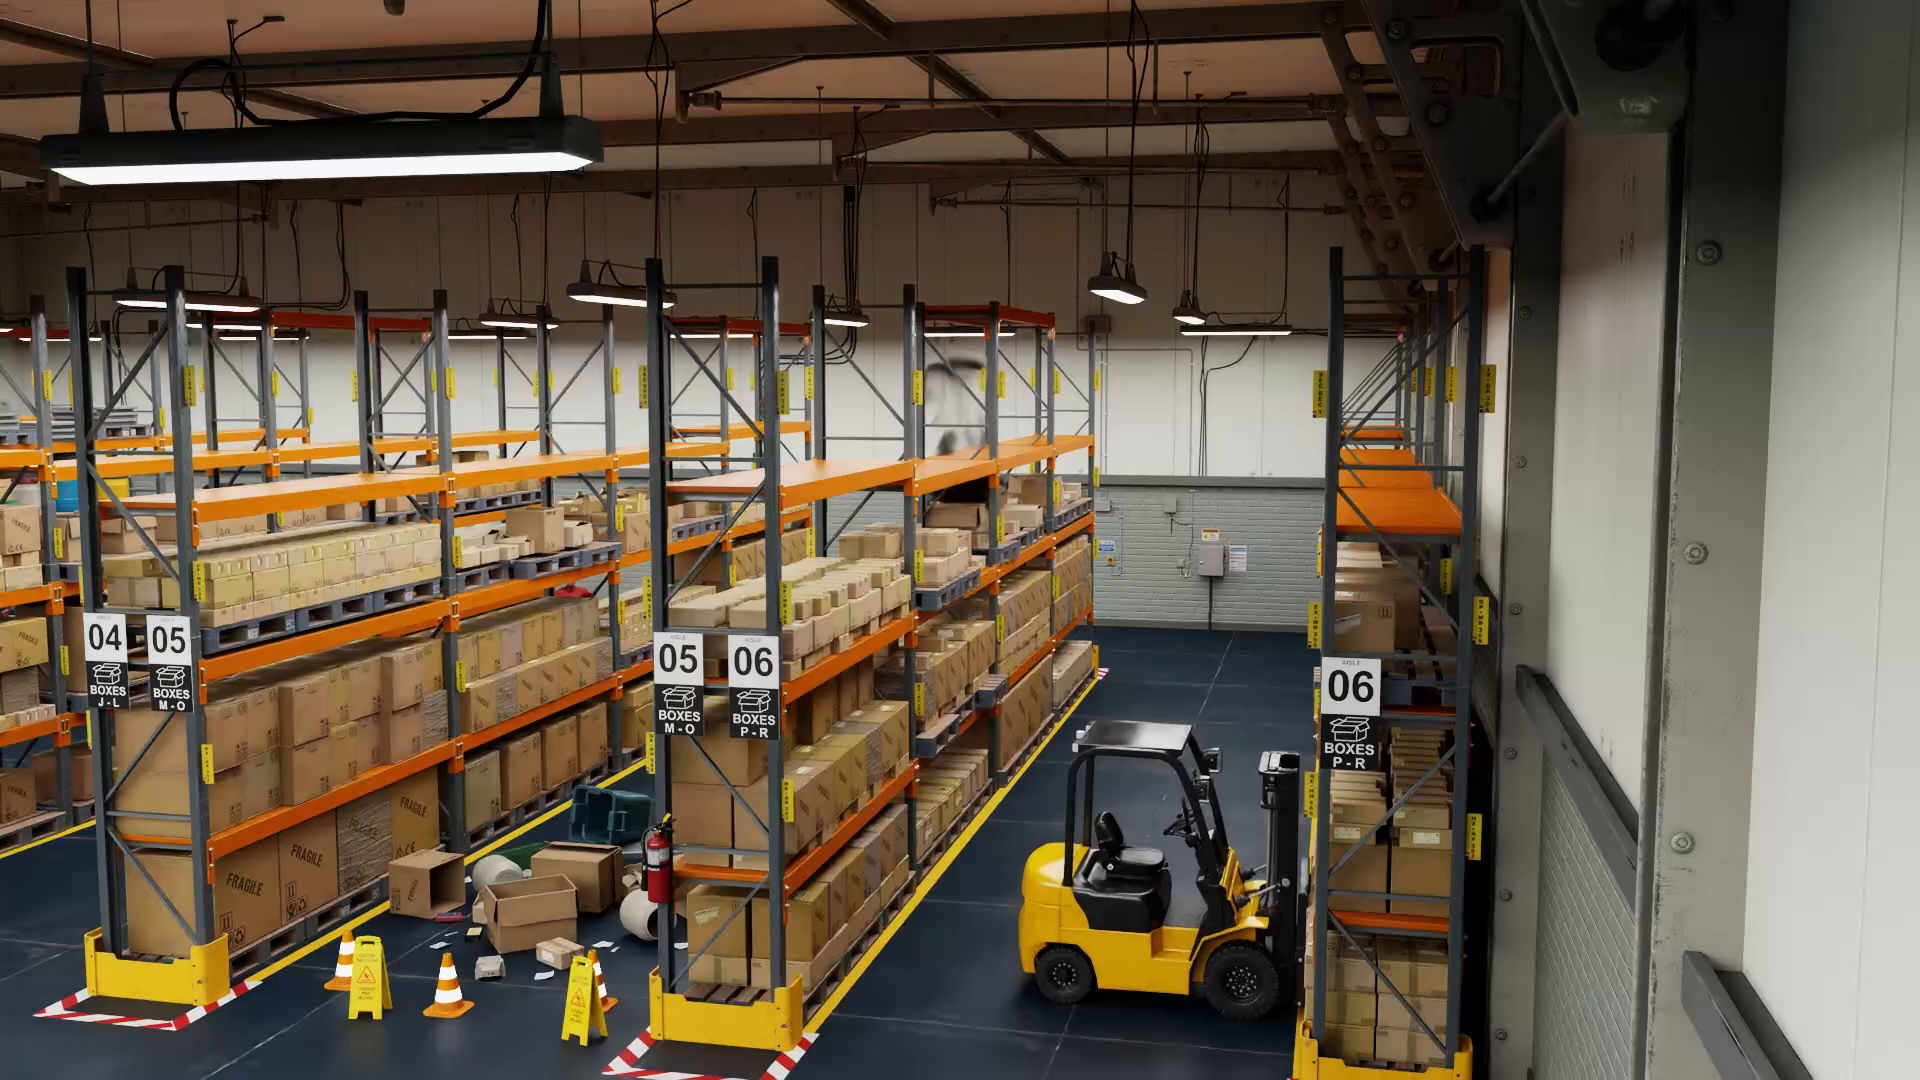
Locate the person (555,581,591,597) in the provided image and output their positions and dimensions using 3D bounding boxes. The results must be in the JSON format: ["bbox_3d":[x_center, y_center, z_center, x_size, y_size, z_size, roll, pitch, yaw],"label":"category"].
[{"bbox_3d":[-6.600,1.439,28.226,0.653,1.753,0.917,0,6,2],"label":"person"}]
